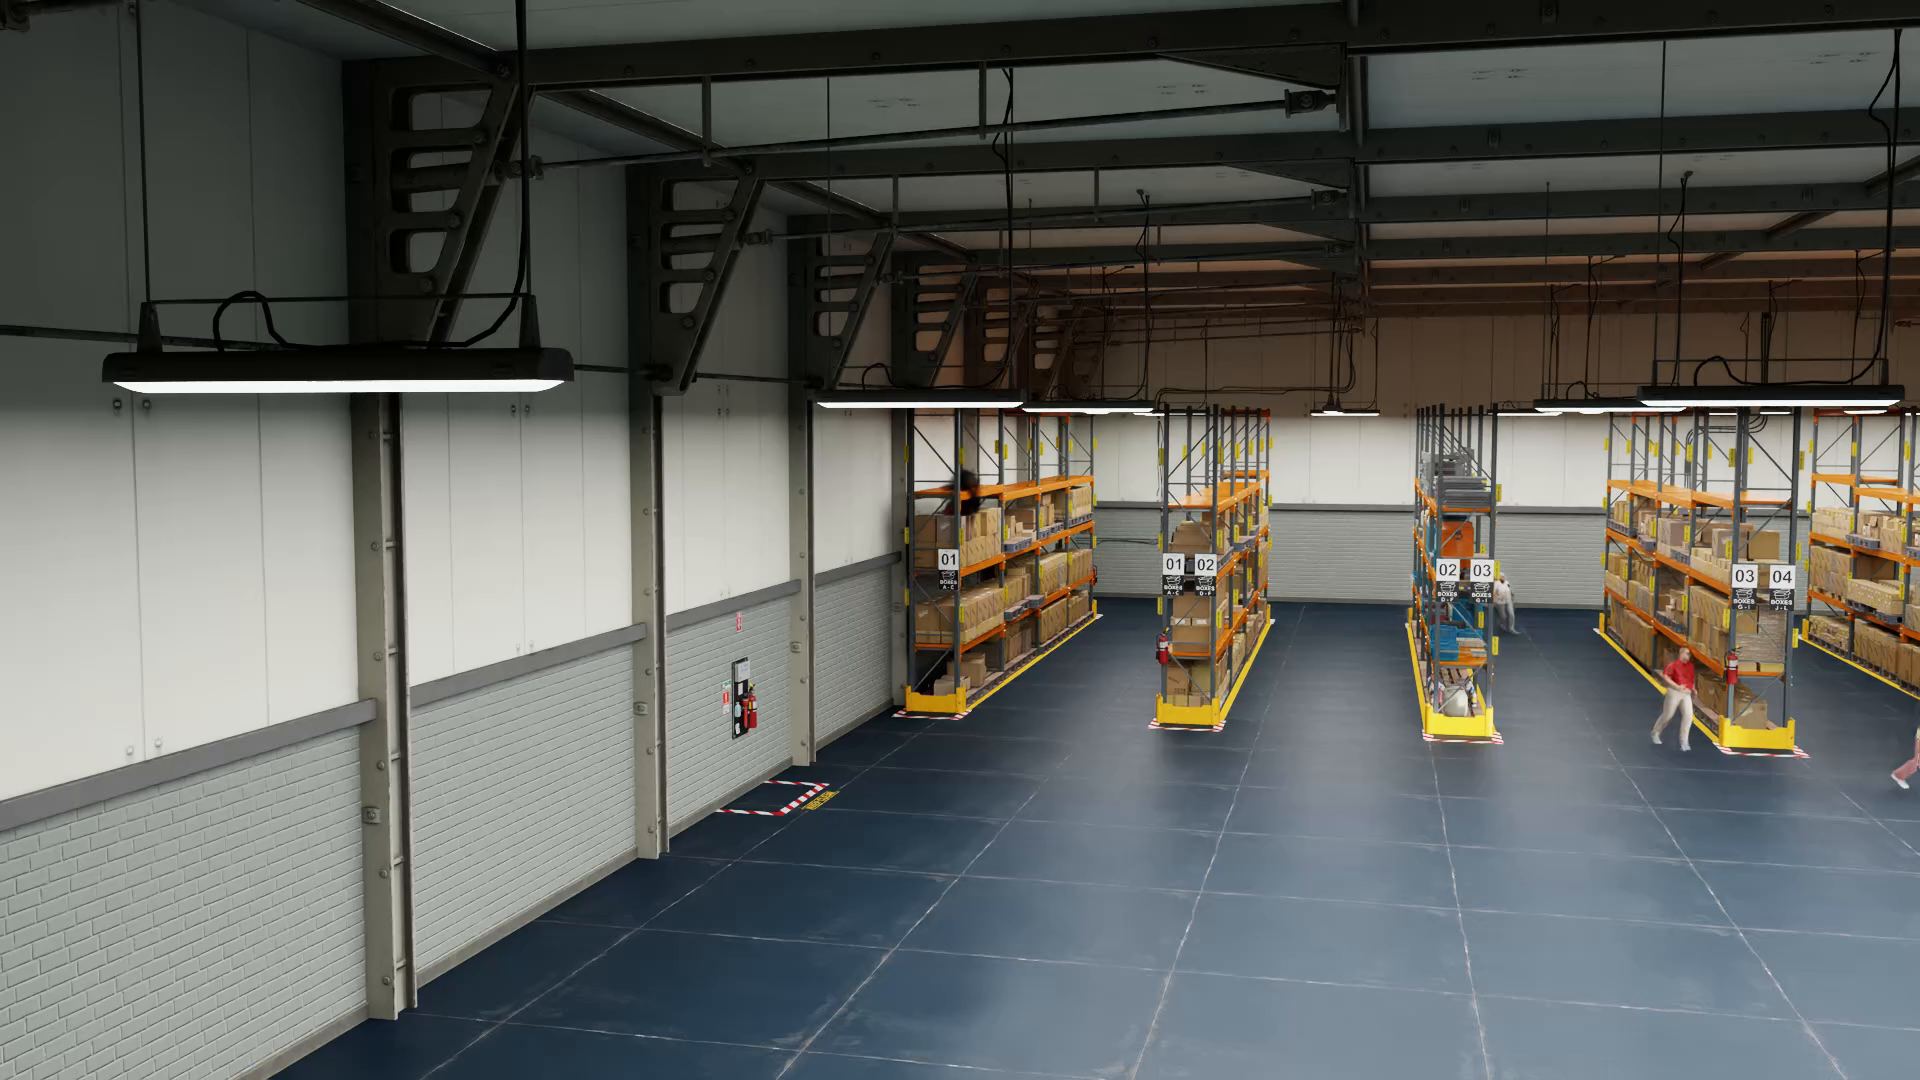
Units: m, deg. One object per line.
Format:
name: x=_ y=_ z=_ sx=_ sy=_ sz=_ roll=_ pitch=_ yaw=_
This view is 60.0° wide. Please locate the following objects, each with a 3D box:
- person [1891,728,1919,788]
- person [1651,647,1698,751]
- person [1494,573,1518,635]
person: x=14.652 y=3.075 z=25.285 sx=0.591 sy=1.716 sz=0.890 roll=-3 pitch=5 yaw=-38
person: x=12.591 y=2.748 z=29.042 sx=0.723 sy=1.745 sz=0.832 roll=-1 pitch=4 yaw=-15
person: x=14.506 y=1.679 z=44.496 sx=0.652 sy=1.623 sz=0.840 roll=0 pitch=4 yaw=-5
